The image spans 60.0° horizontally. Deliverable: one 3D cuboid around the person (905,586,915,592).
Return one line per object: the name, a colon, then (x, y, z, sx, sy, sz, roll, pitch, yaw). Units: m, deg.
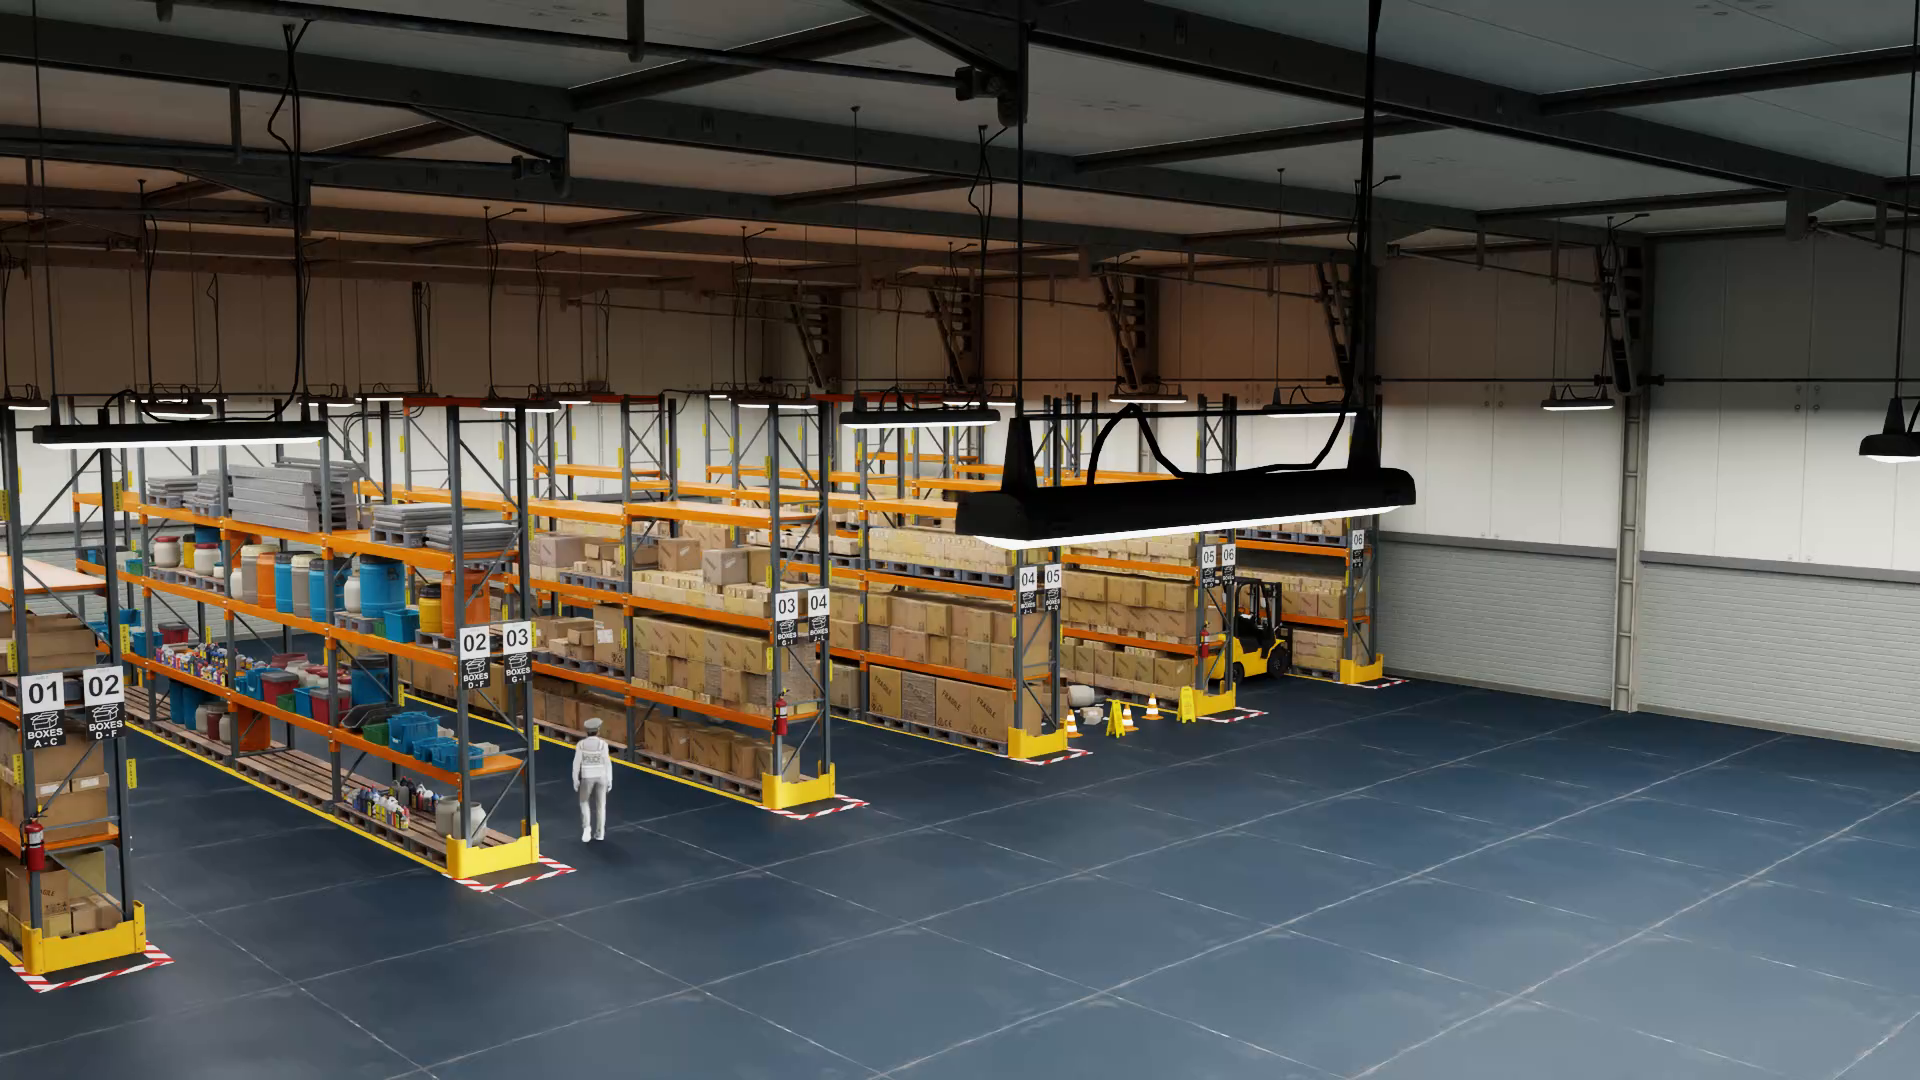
person: (-1.006, 1.731, 35.447, 0.570, 1.774, 0.465, -1, 6, -8)

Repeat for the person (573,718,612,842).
person: (-5.028, 3.283, 22.757, 0.532, 1.681, 0.452, -1, 6, -13)

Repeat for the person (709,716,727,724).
person: (-4.452, 2.510, 30.738, 0.439, 1.727, 0.606, -1, 6, -9)
